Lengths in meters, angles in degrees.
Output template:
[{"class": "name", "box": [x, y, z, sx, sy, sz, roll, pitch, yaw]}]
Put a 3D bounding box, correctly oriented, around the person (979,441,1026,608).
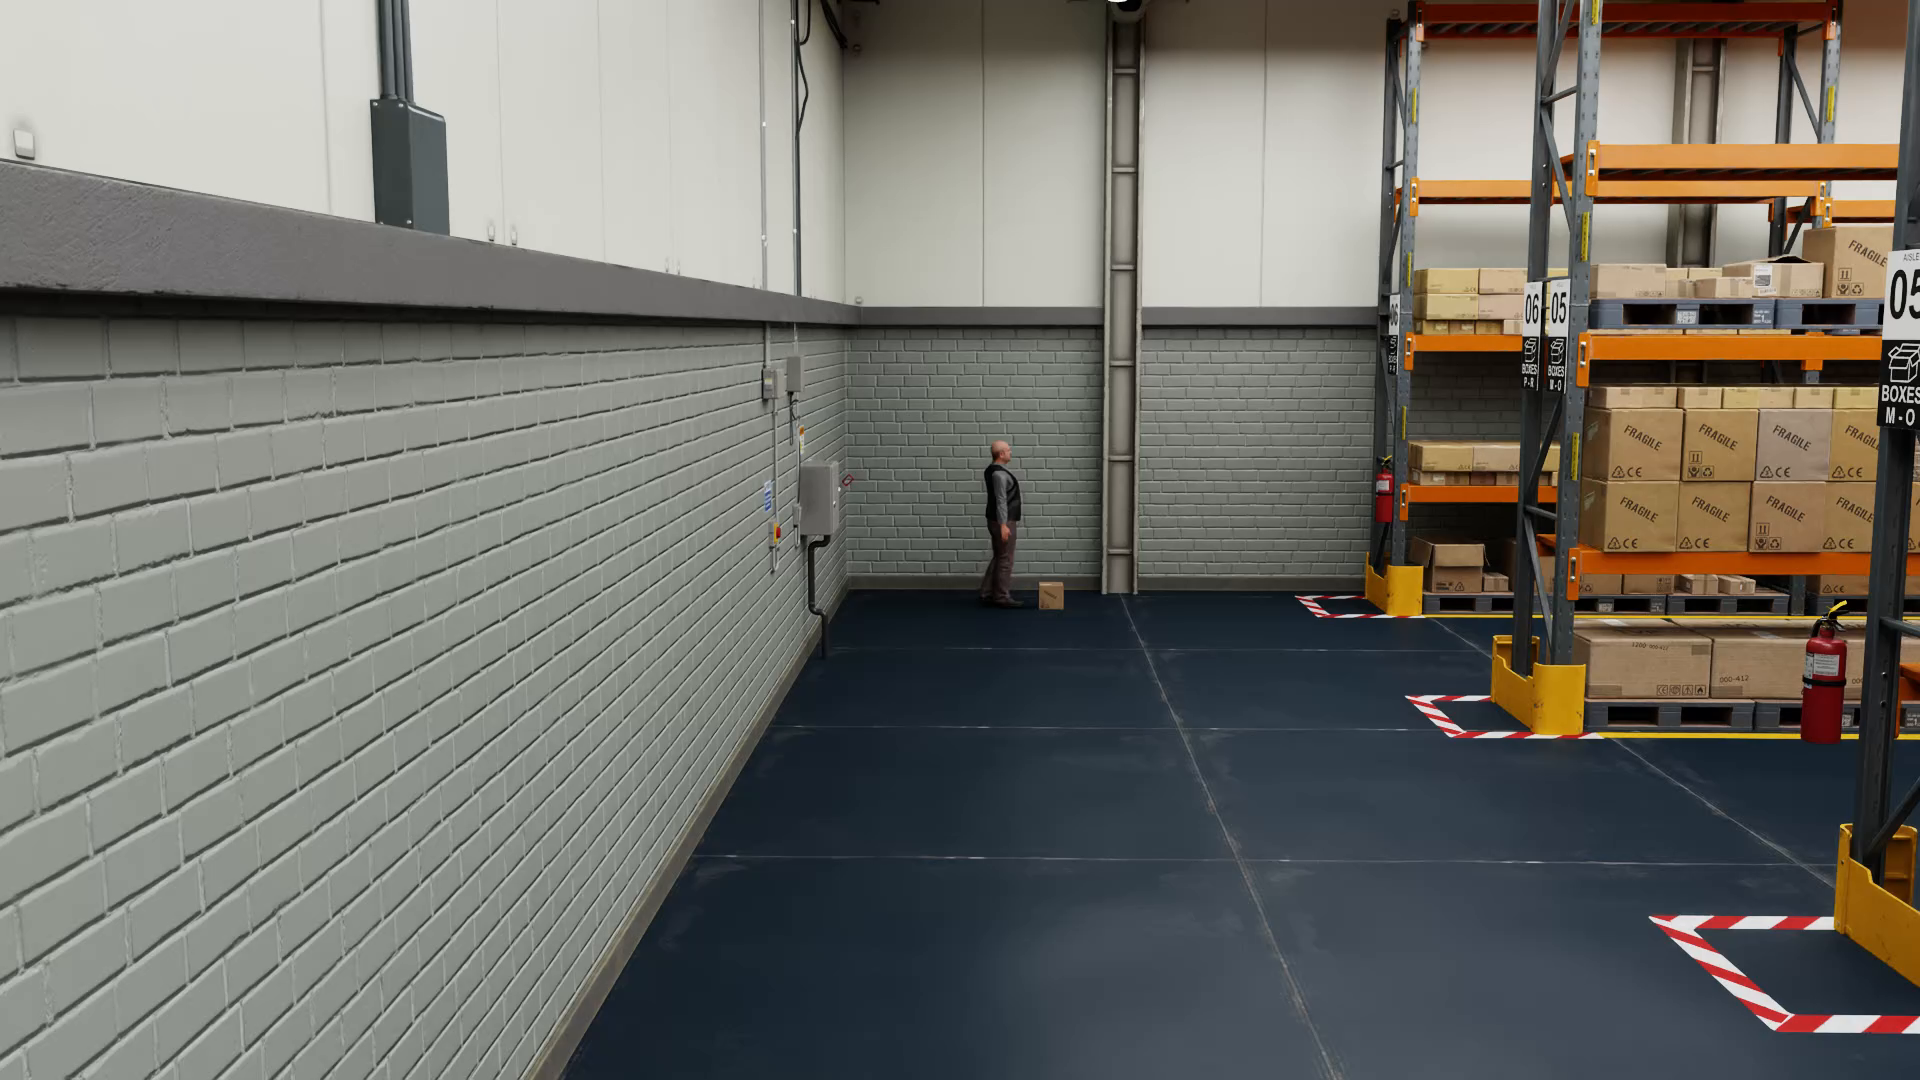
[{"class": "person", "box": [0.436, -0.164, 17.105, 0.448, 1.722, 0.561, -1, 7, -9]}]
